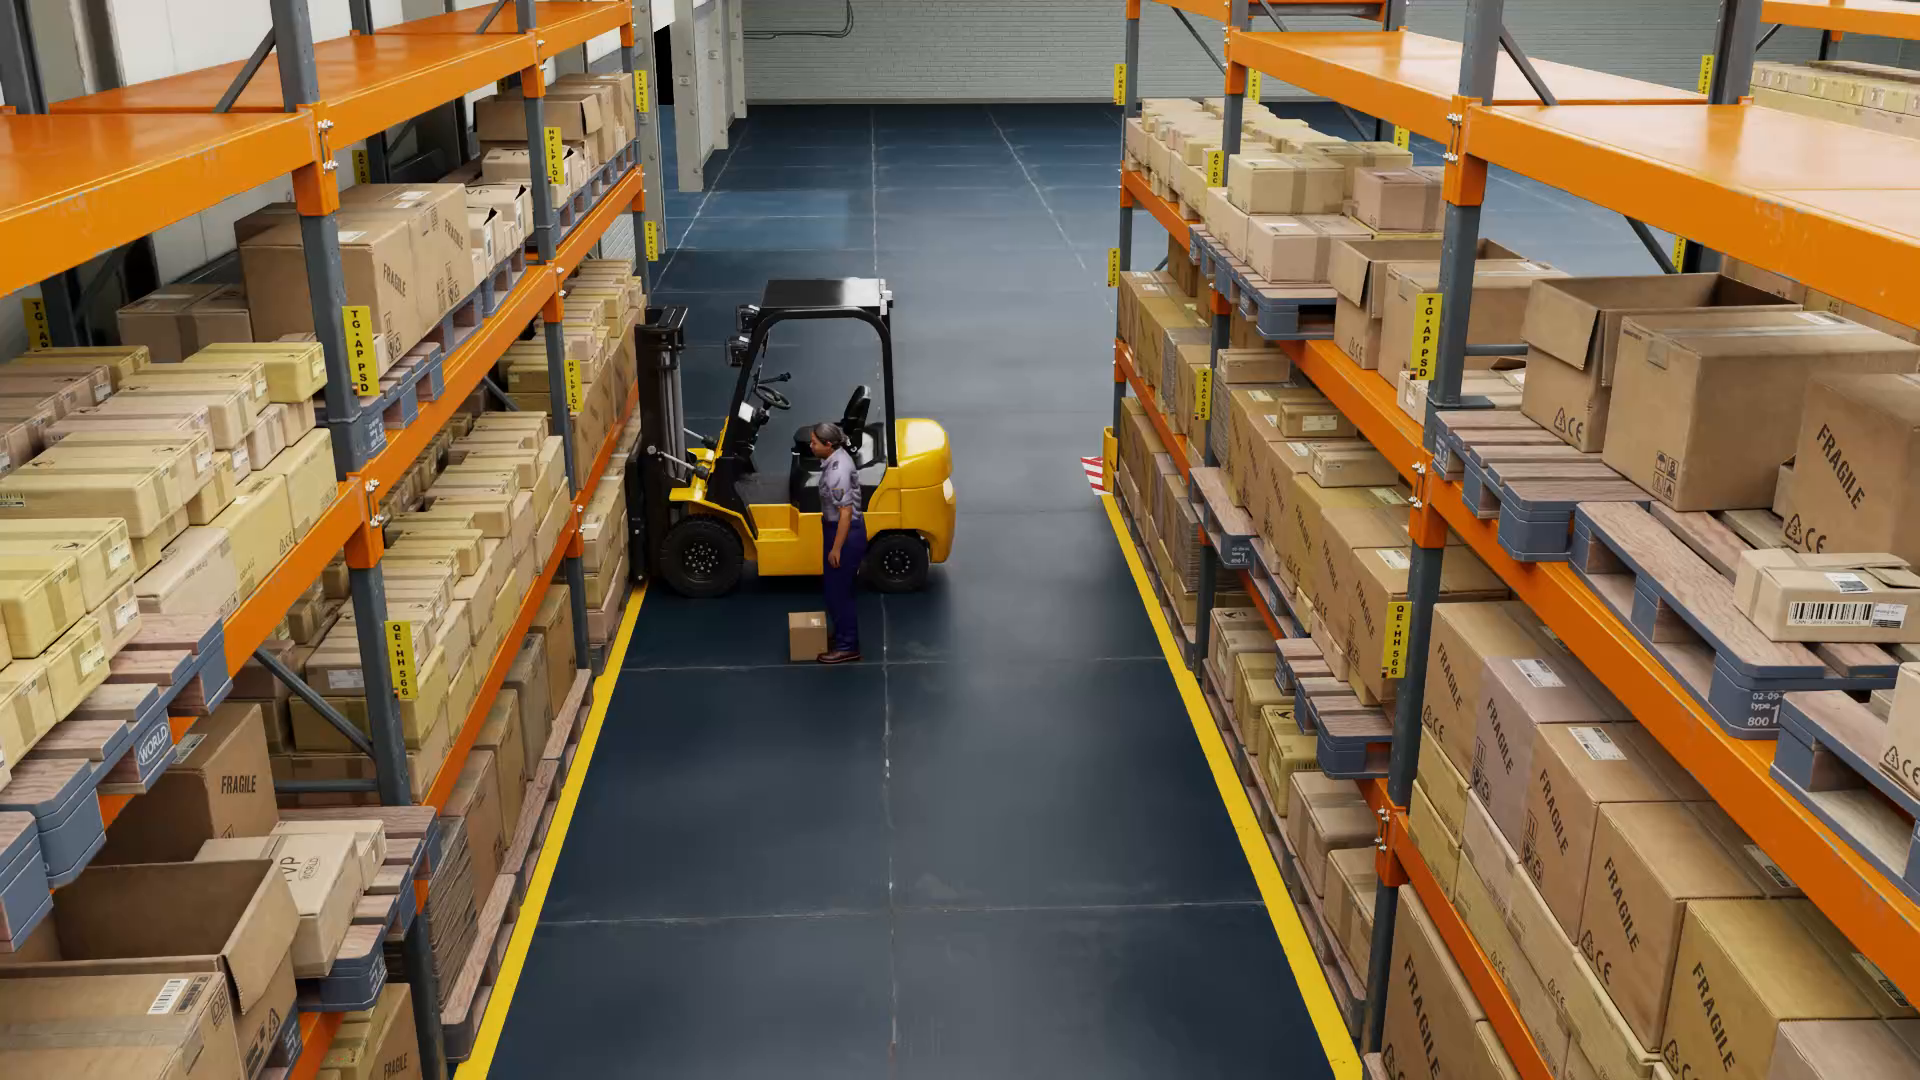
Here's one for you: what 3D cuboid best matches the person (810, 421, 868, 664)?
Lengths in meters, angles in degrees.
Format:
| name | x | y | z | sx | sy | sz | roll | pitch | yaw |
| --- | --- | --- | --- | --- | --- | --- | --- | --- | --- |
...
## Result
| name | x | y | z | sx | sy | sz | roll | pitch | yaw |
| --- | --- | --- | --- | --- | --- | --- | --- | --- | --- |
| person | -0.800 | -0.009 | 11.114 | 0.367 | 1.651 | 0.549 | -1 | 21 | -4 |
